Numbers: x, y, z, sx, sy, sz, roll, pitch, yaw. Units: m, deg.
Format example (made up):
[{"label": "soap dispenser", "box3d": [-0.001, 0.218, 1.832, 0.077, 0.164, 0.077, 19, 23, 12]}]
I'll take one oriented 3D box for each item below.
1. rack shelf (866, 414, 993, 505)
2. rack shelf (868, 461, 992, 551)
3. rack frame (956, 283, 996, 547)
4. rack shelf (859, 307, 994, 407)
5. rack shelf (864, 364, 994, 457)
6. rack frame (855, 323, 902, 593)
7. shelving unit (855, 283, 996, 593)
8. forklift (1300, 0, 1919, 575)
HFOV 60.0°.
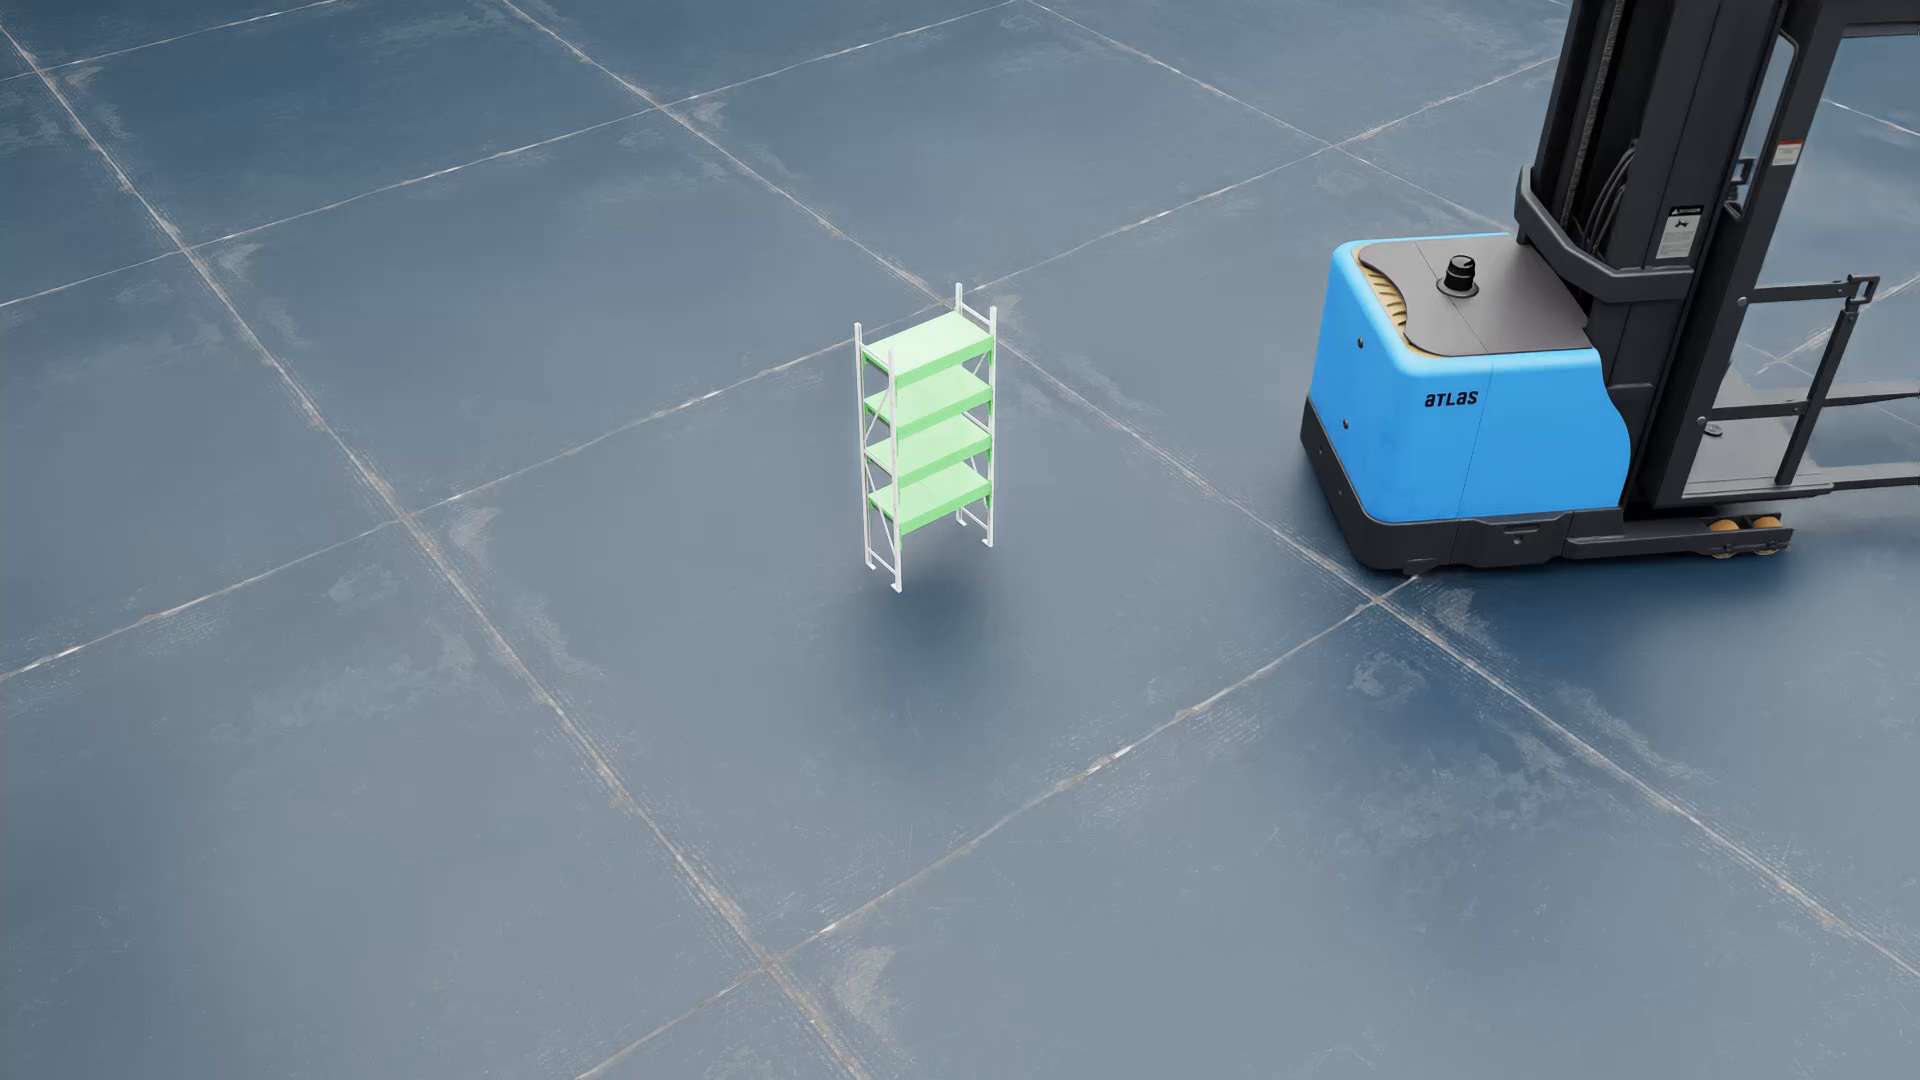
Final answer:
[{"label": "rack shelf", "box3d": [-0.131, -0.351, 6.832, 0.480, 0.148, 0.258, -26, 46, -28]}, {"label": "rack shelf", "box3d": [-0.131, -0.165, 6.984, 0.480, 0.148, 0.258, -26, 46, -28]}, {"label": "rack frame", "box3d": [0.062, -0.494, 6.906, 0.015, 1.200, 0.240, -26, 46, -28]}, {"label": "rack shelf", "box3d": [-0.131, -0.722, 6.528, 0.480, 0.148, 0.258, -26, 46, -28]}, {"label": "rack shelf", "box3d": [-0.131, -0.536, 6.680, 0.480, 0.148, 0.258, -26, 46, -28]}, {"label": "rack frame", "box3d": [-0.325, -0.306, 6.677, 0.015, 1.200, 0.240, -26, 46, -28]}, {"label": "shelving unit", "box3d": [-0.131, -0.400, 6.791, 0.503, 1.200, 0.258, -26, 46, -28]}, {"label": "forklift", "box3d": [3.130, -1.385, 6.628, 3.031, 2.935, 1.130, -4, 40, -5]}]
